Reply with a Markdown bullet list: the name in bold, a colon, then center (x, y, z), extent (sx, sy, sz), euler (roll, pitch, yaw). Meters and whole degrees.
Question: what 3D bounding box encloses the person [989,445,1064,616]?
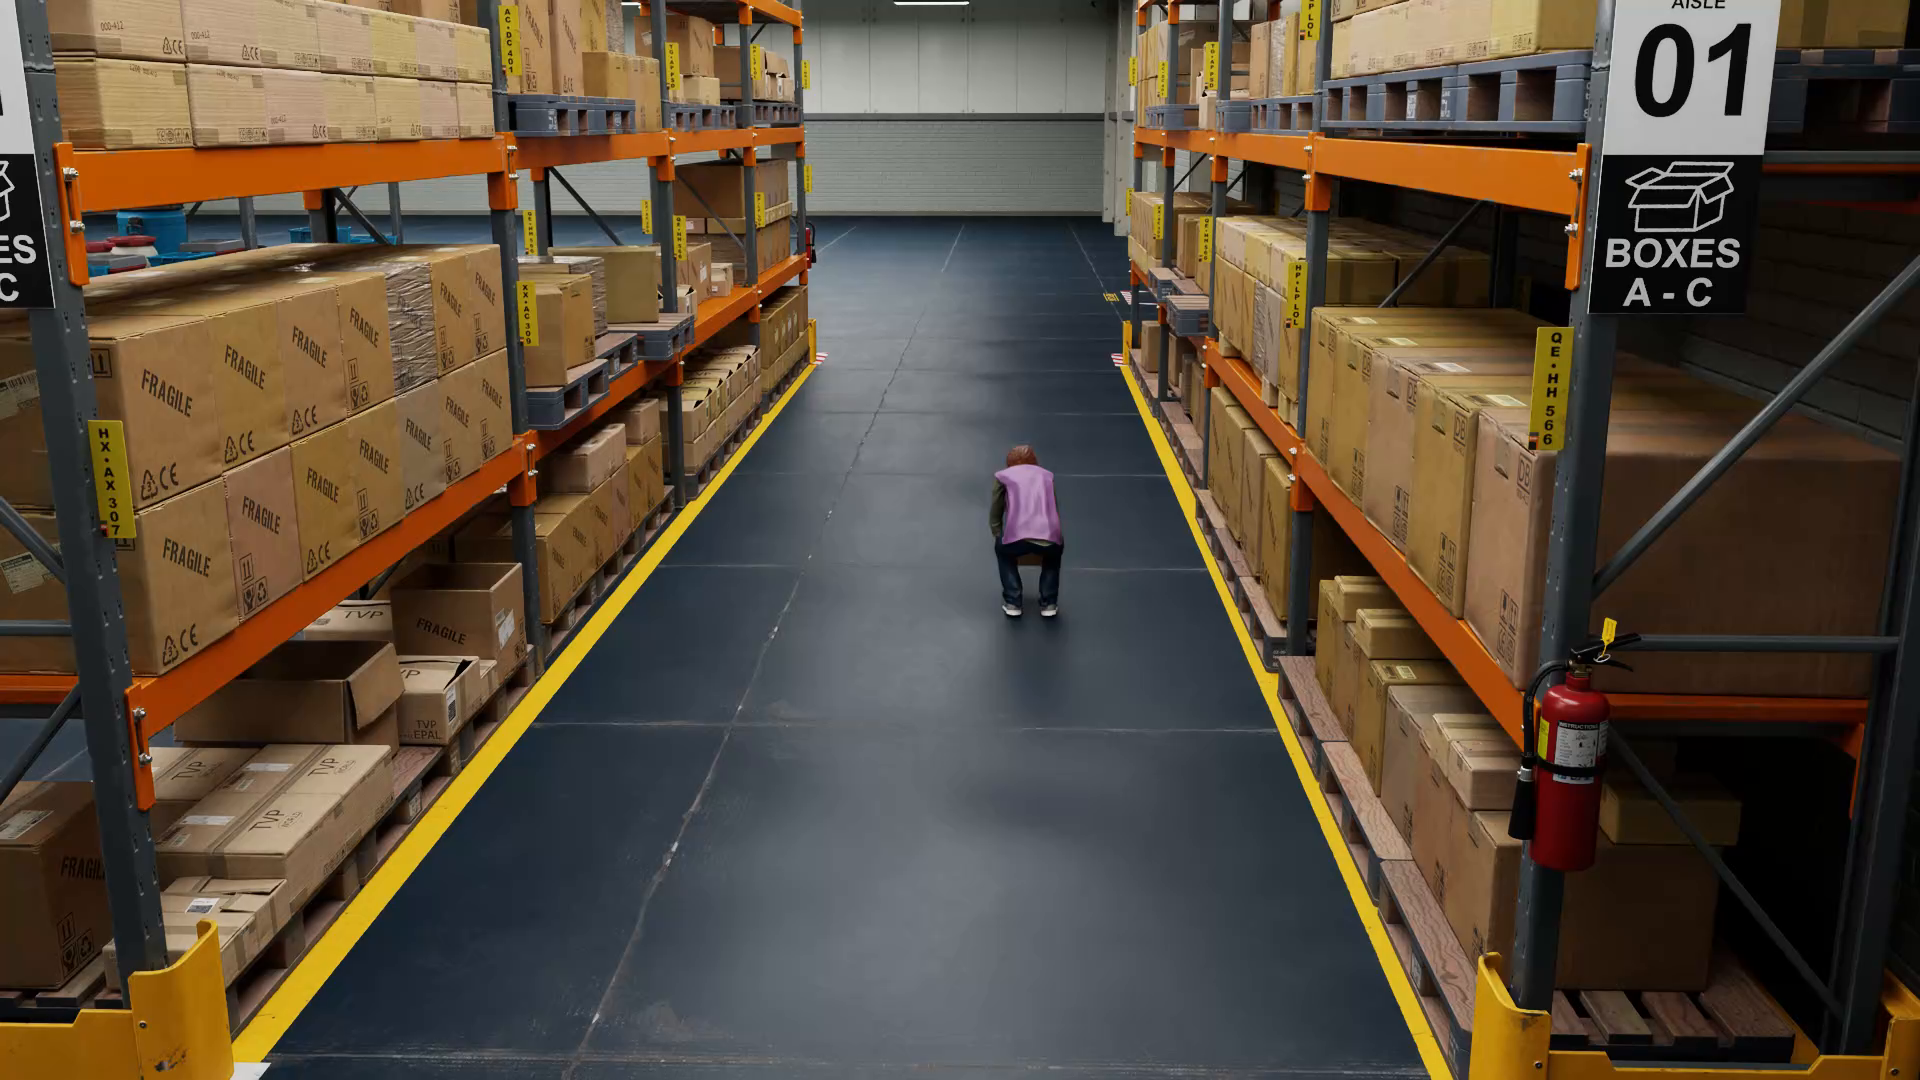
- **person**: center (0.402, -0.047, 10.016), extent (0.452, 0.961, 0.782), euler (0, 14, 1)
